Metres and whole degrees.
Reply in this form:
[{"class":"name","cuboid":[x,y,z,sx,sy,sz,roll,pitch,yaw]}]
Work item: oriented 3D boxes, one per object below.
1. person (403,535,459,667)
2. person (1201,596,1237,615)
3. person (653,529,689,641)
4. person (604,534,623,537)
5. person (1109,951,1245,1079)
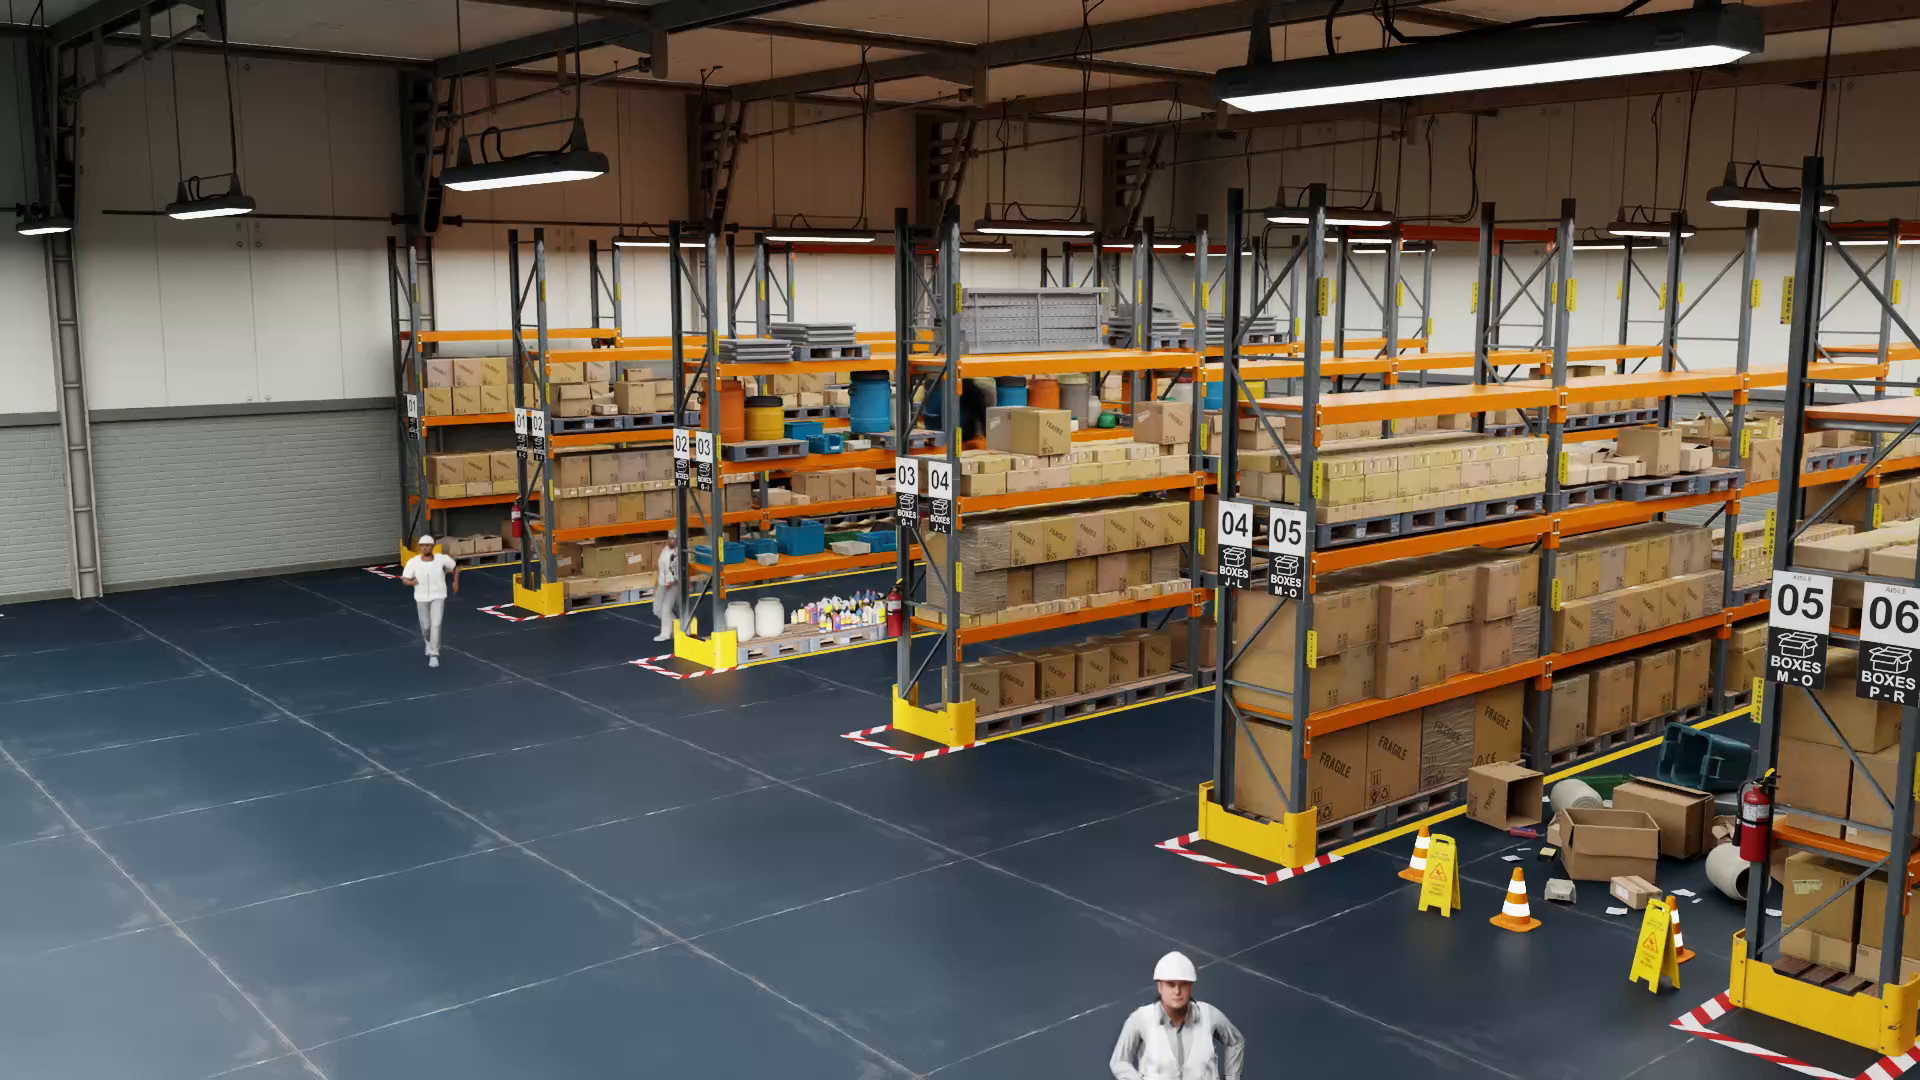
[{"class":"person","cuboid":[-7.216,0.796,22.635,0.712,1.720,1.084,-1,9,-9]},{"class":"person","cuboid":[3.669,0.317,24.088,0.685,1.817,0.925,8,12,43]},{"class":"person","cuboid":[-4.159,0.645,24.082,0.586,1.643,0.542,5,10,28]},{"class":"person","cuboid":[-6.111,-0.084,29.087,0.691,1.692,0.619,-7,11,-37]},{"class":"person","cuboid":[1.127,2.994,8.595,0.711,1.742,0.583,0,9,3]}]
